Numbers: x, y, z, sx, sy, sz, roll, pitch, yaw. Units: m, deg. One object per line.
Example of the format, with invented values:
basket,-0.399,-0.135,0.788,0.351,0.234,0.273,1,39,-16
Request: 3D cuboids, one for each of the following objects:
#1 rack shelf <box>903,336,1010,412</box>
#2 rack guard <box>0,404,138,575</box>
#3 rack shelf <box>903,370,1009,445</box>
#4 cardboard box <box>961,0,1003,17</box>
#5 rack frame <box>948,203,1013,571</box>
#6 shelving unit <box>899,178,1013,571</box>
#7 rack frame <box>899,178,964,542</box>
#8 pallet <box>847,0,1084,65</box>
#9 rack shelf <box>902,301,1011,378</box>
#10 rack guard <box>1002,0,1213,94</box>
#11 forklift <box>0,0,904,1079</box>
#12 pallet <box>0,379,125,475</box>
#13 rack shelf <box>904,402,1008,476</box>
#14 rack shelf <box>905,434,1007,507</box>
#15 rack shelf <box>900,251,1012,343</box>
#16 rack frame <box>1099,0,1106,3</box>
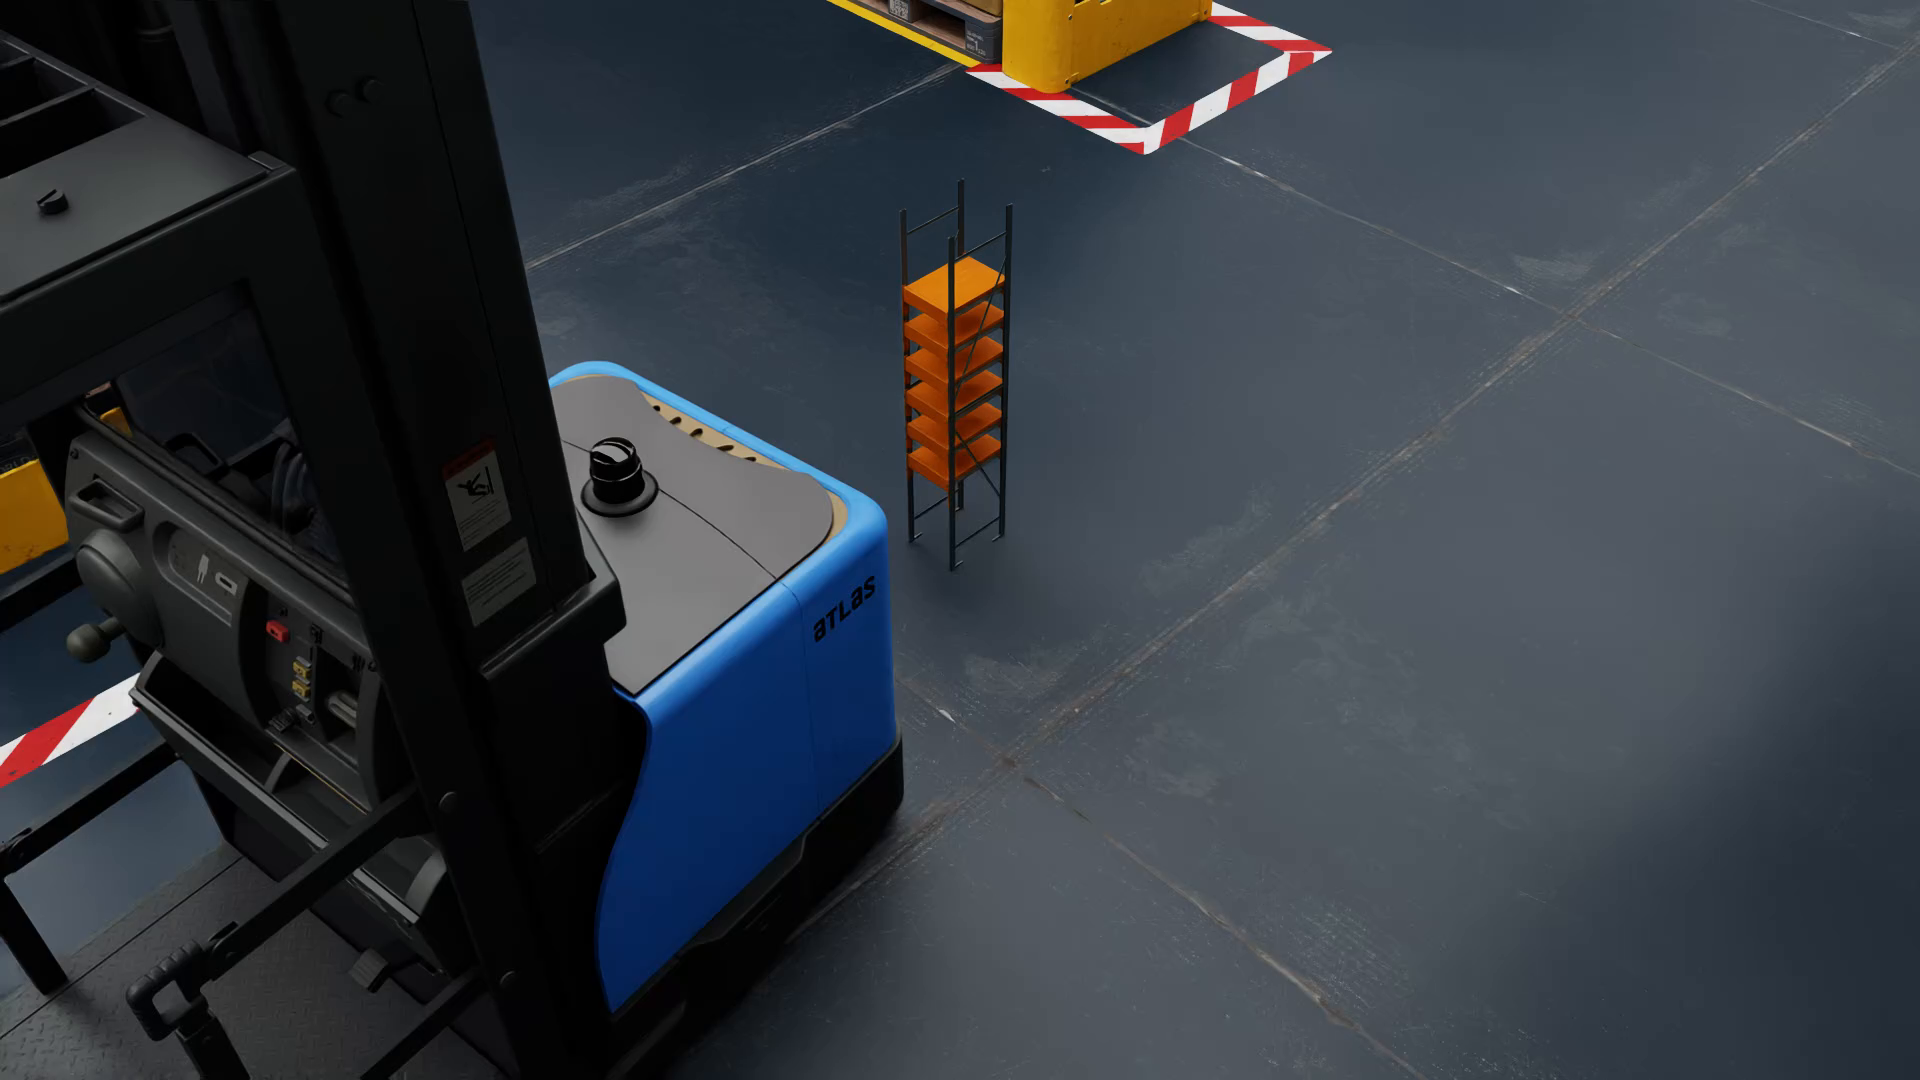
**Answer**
rack shelf,-0.010,-0.503,4.799,0.258,0.103,0.180,-34,53,-31
rack guard,-2.954,-0.232,5.132,1.175,0.500,0.348,-34,53,-31
rack shelf,-0.010,-0.415,4.880,0.258,0.103,0.180,-34,53,-31
cardboard box,0.174,-3.085,7.634,0.875,0.875,0.875,-34,53,-31
rack frame,0.054,-0.404,4.803,0.240,1.200,0.006,-34,53,-31
shelving unit,-0.010,-0.448,4.850,0.258,1.200,0.189,-34,53,-31
rack frame,-0.075,-0.492,4.898,0.240,1.200,0.006,-34,53,-31
pallet,0.062,-2.764,8.086,1.003,0.211,1.213,-34,53,-31
rack shelf,-0.010,-0.591,4.718,0.258,0.103,0.180,-34,53,-31
rack guard,0.699,-2.512,7.600,1.175,0.500,0.348,-34,53,-31
forklift,-1.448,0.227,2.845,1.130,2.935,3.031,28,49,27
pallet,-3.503,-0.533,5.671,1.003,0.211,1.213,-34,53,-31
rack shelf,-0.010,-0.327,4.962,0.258,0.103,0.180,-34,53,-31
rack shelf,-0.010,-0.239,5.043,0.258,0.103,0.180,-34,53,-31
rack shelf,-0.010,-0.679,4.636,0.258,0.103,0.180,-34,53,-31
rack frame,0.682,-3.442,6.764,1.000,3.000,0.127,-34,53,-31
